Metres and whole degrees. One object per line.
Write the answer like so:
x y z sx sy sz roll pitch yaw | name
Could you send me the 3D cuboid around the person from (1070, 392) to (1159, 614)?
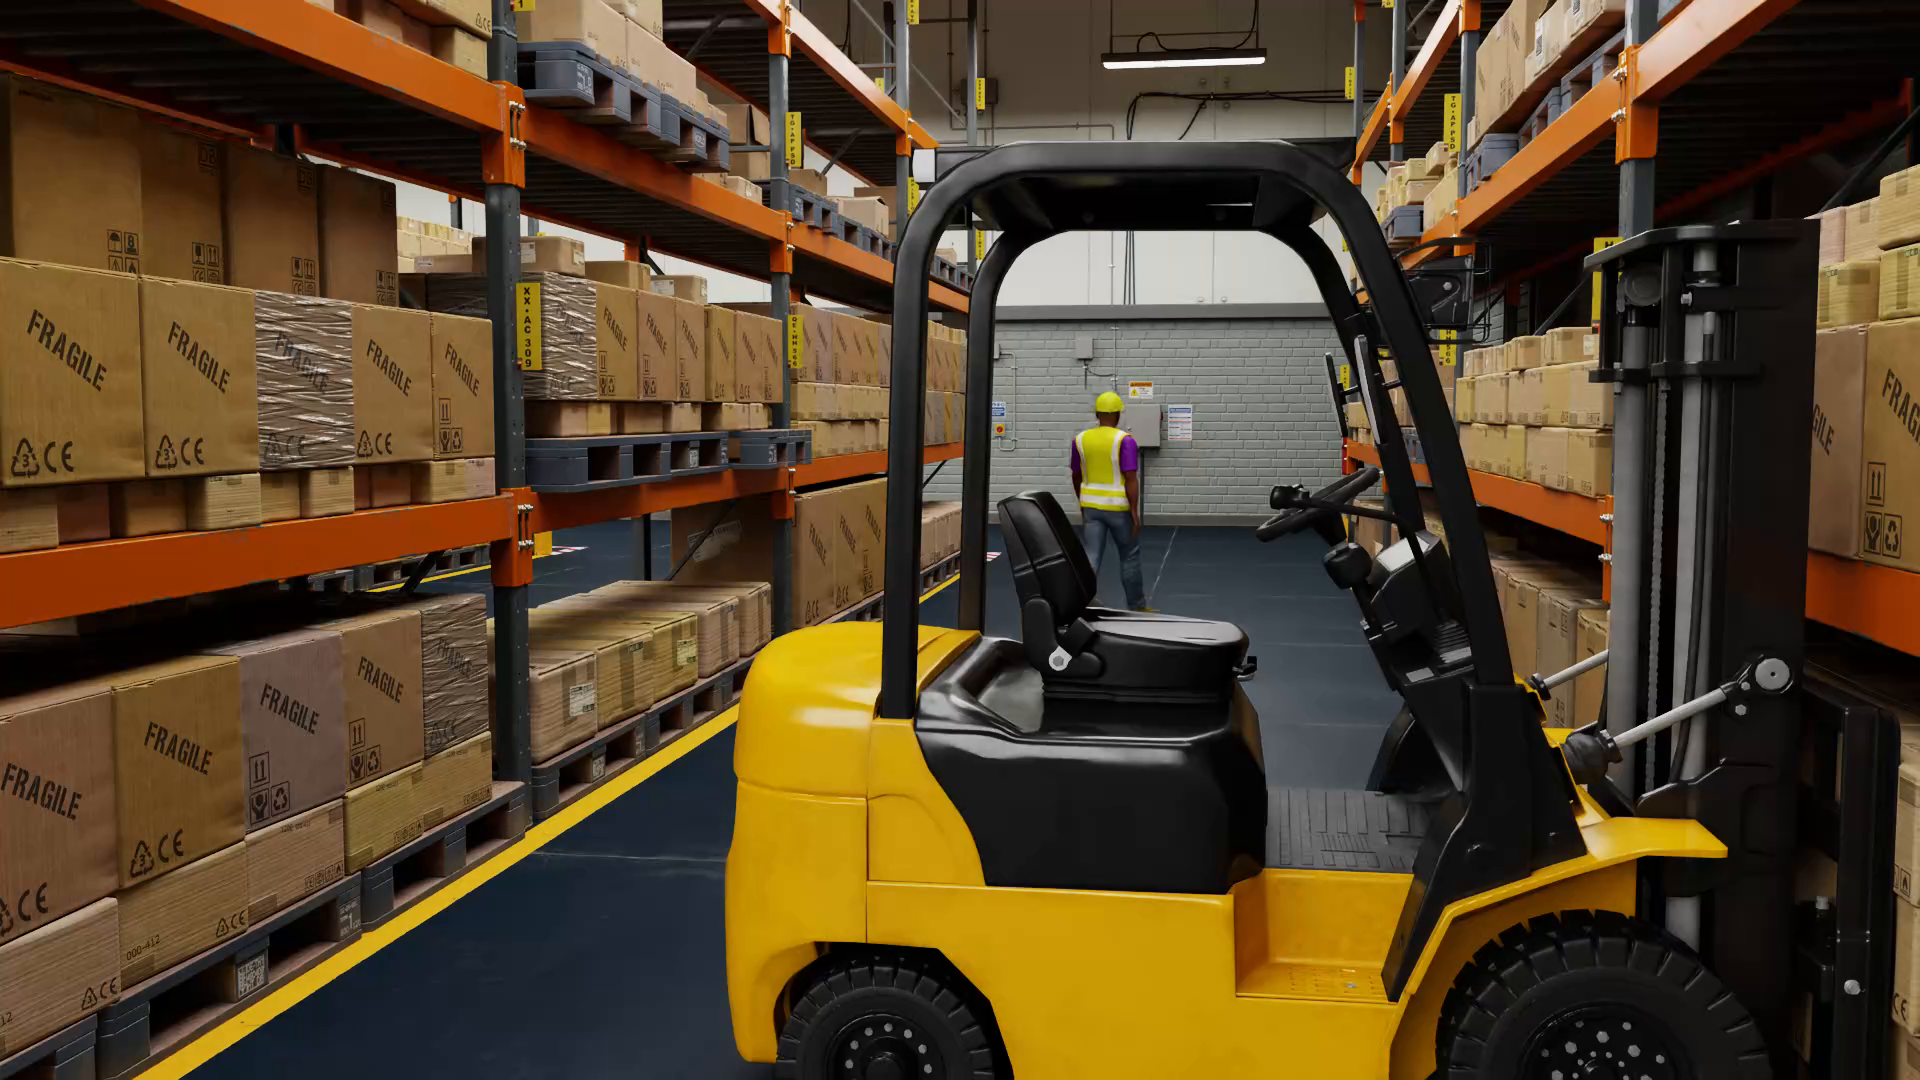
1.151 -0.250 12.538 0.612 1.726 0.942 2 5 29 | person
